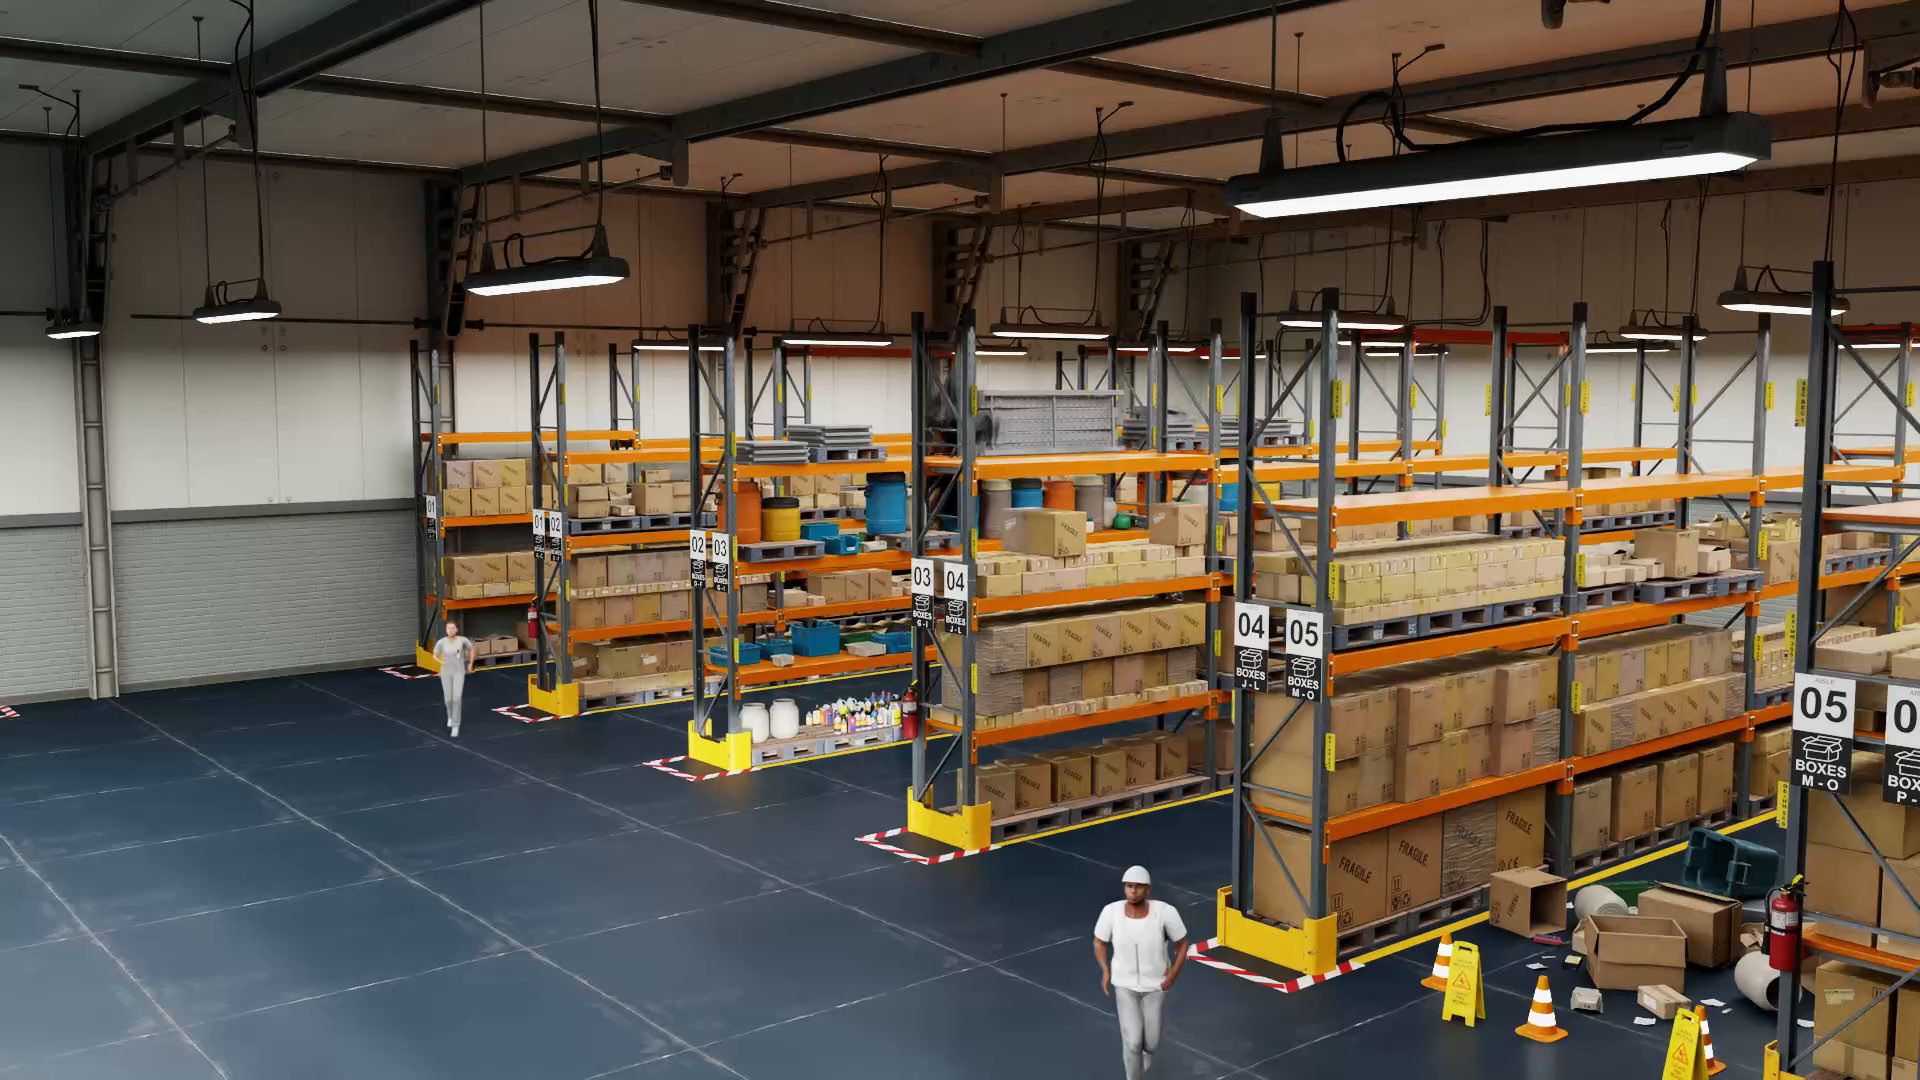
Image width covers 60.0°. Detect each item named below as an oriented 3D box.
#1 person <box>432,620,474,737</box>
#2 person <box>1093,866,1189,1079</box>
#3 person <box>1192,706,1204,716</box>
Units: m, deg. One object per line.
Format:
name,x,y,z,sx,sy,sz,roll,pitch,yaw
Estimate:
person,-7.569,2.030,24.855,0.583,1.695,0.854,-1,5,-11
person,1.302,3.199,12.030,0.693,1.742,0.649,1,5,9
person,3.575,1.801,24.600,0.534,1.654,0.602,-5,7,-44
